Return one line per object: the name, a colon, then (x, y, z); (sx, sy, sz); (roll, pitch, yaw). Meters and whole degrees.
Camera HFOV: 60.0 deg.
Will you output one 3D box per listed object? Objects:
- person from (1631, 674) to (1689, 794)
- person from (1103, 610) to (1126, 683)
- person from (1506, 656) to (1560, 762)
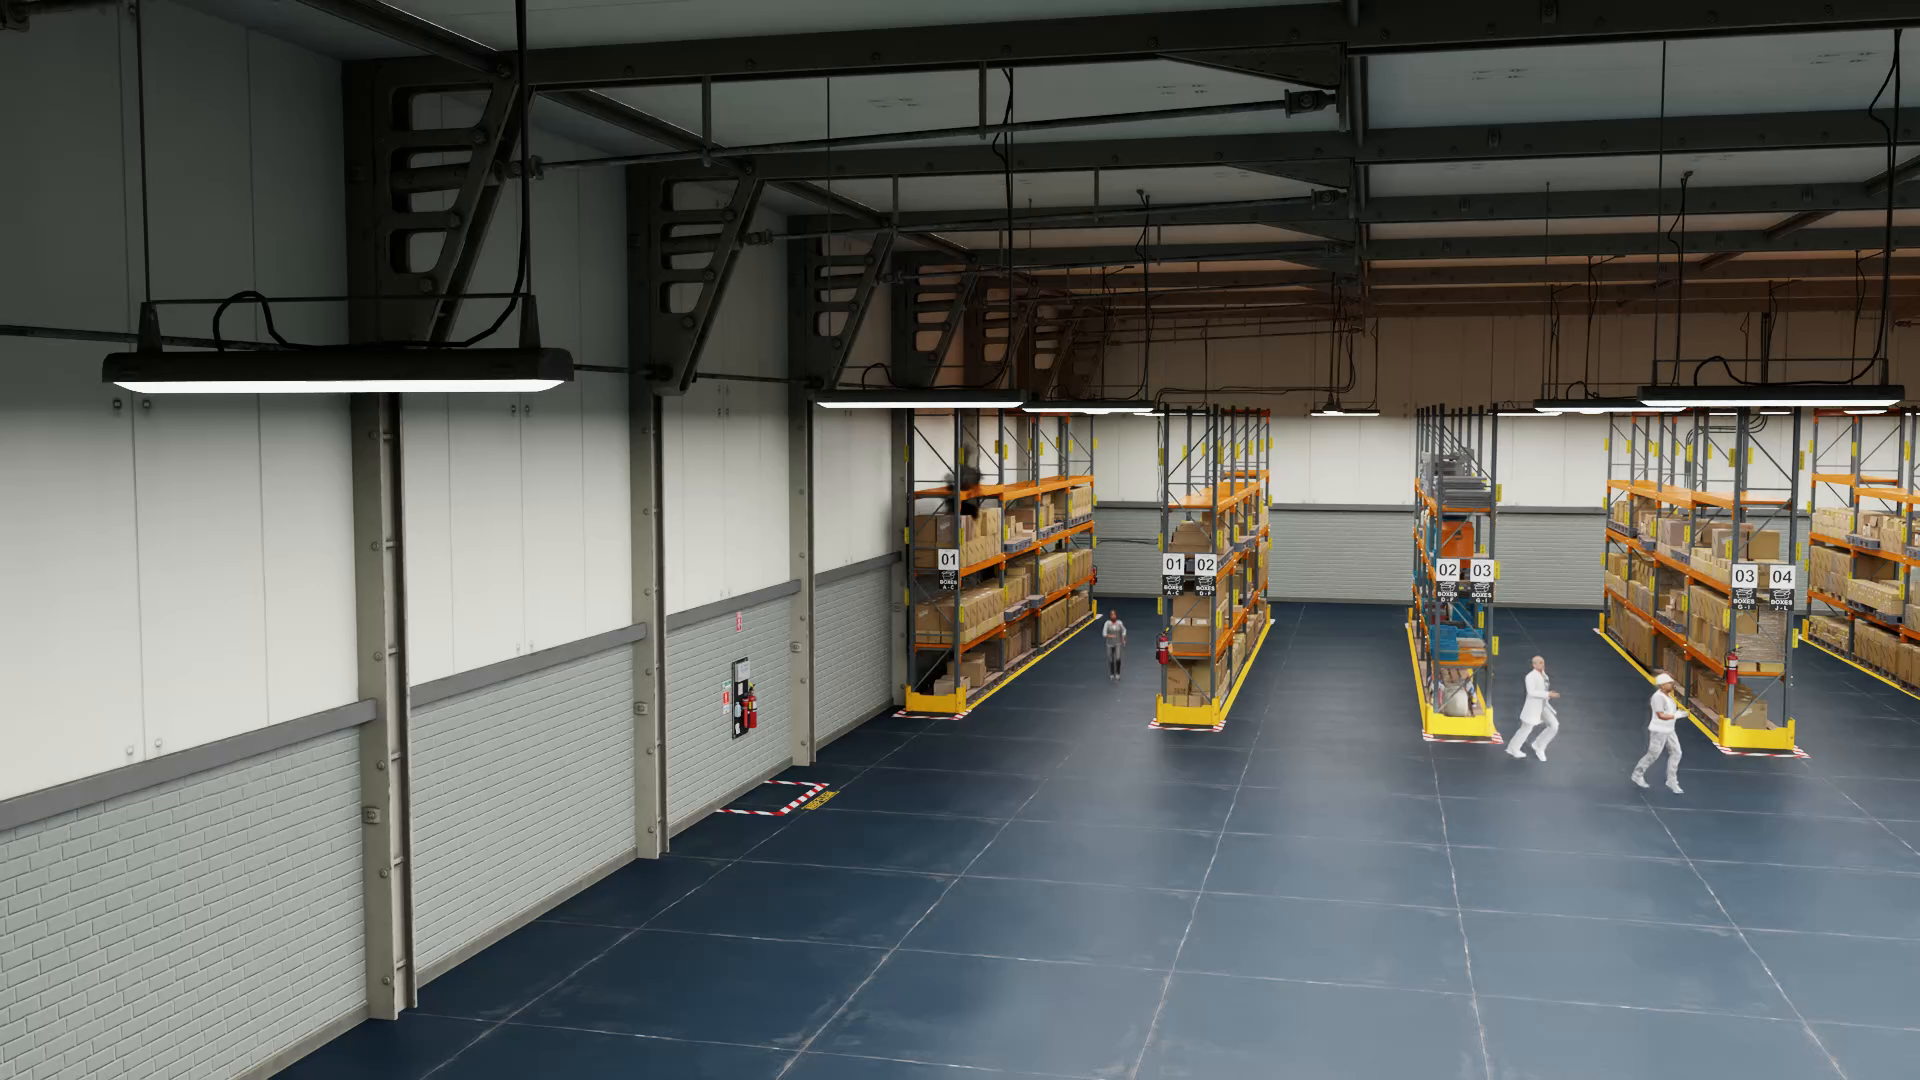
person: (10.751, 2.973, 25.503); (0.821, 1.856, 0.673); (4, 6, 41)
person: (3.342, 2.299, 36.000); (0.510, 1.578, 0.644); (0, 4, 4)
person: (9.635, 2.821, 27.788); (0.728, 1.766, 0.941); (-3, 5, -38)
